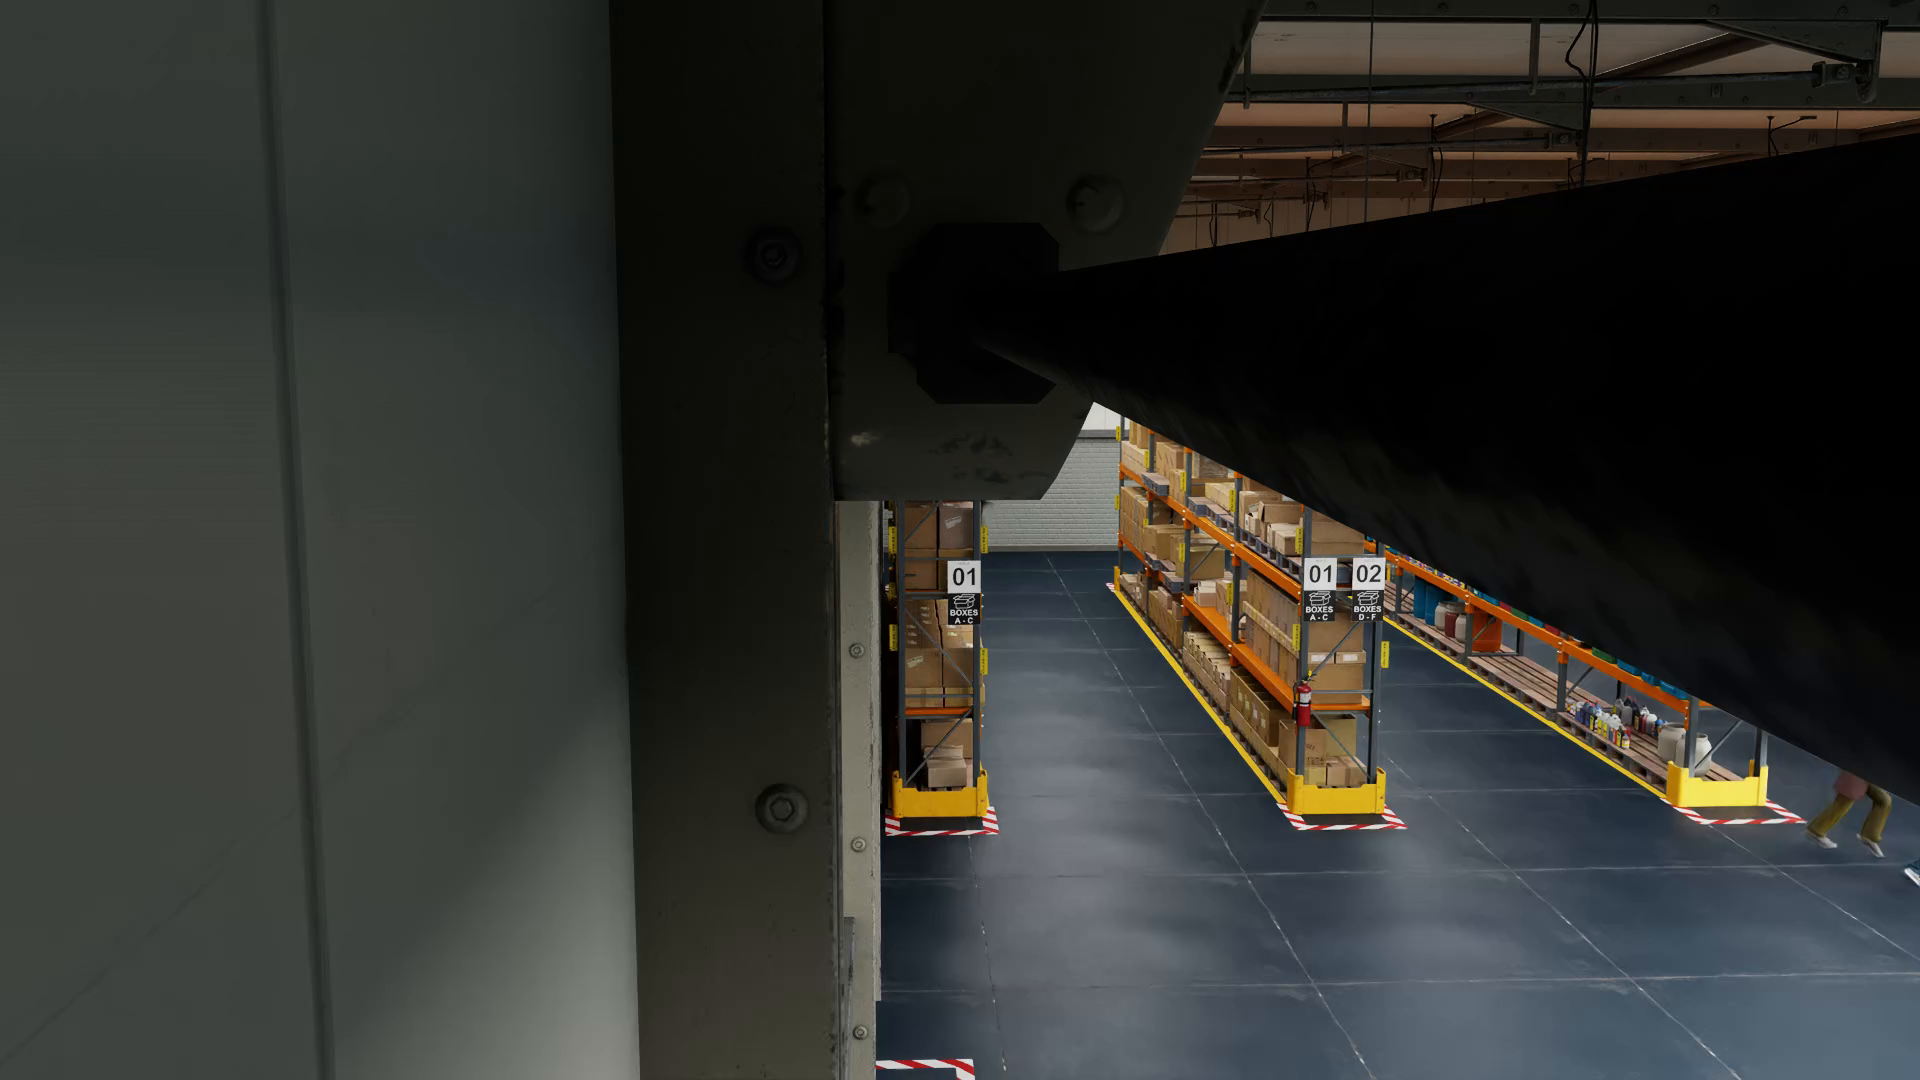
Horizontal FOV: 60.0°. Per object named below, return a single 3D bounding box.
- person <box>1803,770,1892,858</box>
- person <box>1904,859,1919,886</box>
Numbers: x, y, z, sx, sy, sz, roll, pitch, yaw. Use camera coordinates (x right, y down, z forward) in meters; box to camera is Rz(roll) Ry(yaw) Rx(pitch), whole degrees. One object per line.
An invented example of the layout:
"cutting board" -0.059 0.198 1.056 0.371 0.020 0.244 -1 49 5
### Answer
"person" 10.277 2.729 19.059 0.976 1.829 0.729 6 10 38
"person" 10.564 3.009 17.703 0.855 1.605 0.516 3 9 17
